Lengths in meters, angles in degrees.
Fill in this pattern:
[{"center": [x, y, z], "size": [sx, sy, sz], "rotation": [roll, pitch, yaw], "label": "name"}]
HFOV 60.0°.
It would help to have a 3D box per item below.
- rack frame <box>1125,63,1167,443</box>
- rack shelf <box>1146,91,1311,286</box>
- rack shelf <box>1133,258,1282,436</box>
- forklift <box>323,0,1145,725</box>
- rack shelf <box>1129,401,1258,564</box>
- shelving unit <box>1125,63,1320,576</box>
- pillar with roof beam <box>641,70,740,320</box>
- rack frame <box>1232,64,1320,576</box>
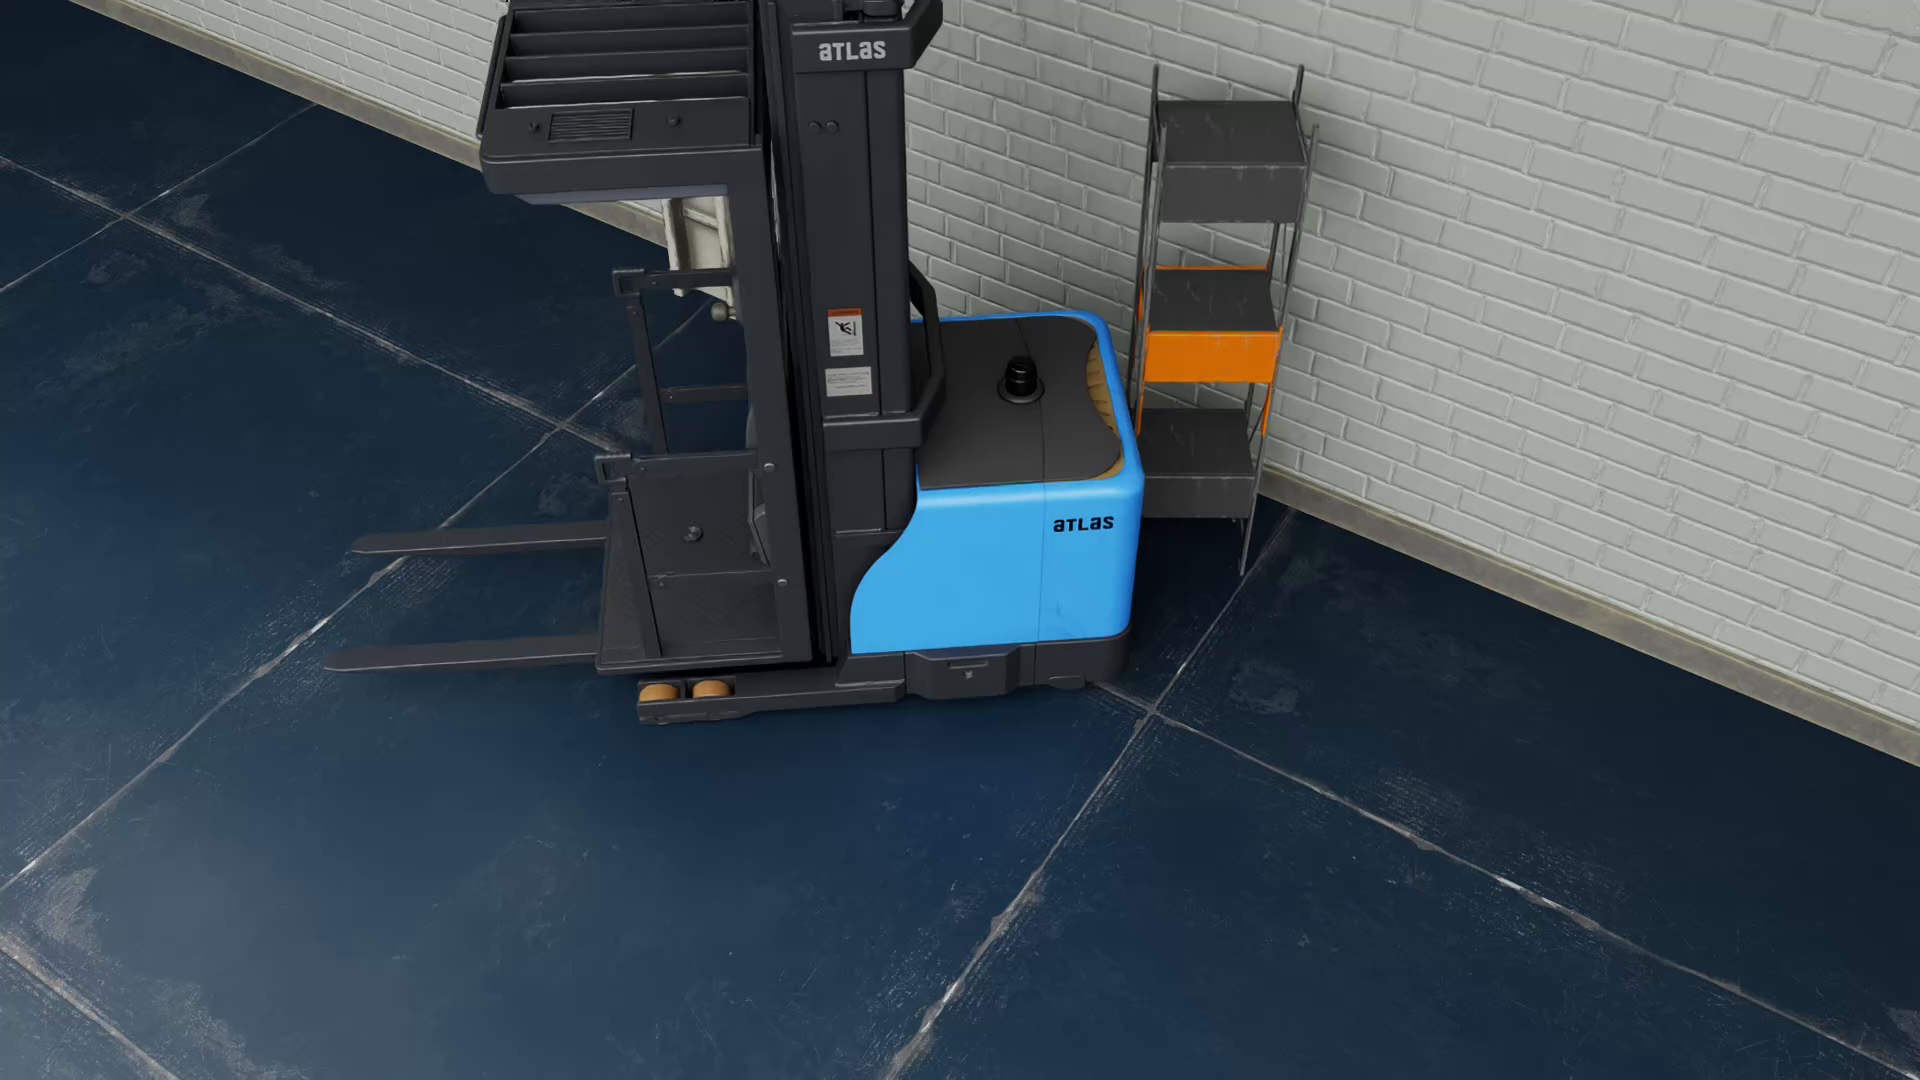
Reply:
[{"center": [0.664, -0.731, 6.218], "size": [0.015, 2.100, 0.400], "rotation": [0, 46, 1], "label": "rack frame"}, {"center": [0.904, -1.208, 5.722], "size": [0.480, 0.518, 0.431], "rotation": [0, 46, 1], "label": "rack shelf"}, {"center": [0.908, -0.720, 6.224], "size": [0.480, 0.518, 0.431], "rotation": [0, 46, 1], "label": "rack shelf"}, {"center": [-0.895, -0.721, 5.629], "size": [3.031, 2.935, 1.130], "rotation": [-4, 46, -4], "label": "forklift"}, {"center": [0.913, -0.232, 6.726], "size": [0.480, 0.518, 0.431], "rotation": [0, 46, 1], "label": "rack shelf"}, {"center": [0.908, -0.729, 6.214], "size": [0.503, 2.100, 0.431], "rotation": [0, 46, 1], "label": "shelving unit"}, {"center": [-3.478, -1.762, 2.410], "size": [0.400, 9.000, 9.100], "rotation": [25, 51, 22], "label": "pillar with roof beam"}, {"center": [1.152, -0.728, 6.211], "size": [0.015, 2.100, 0.400], "rotation": [0, 46, 1], "label": "rack frame"}]
